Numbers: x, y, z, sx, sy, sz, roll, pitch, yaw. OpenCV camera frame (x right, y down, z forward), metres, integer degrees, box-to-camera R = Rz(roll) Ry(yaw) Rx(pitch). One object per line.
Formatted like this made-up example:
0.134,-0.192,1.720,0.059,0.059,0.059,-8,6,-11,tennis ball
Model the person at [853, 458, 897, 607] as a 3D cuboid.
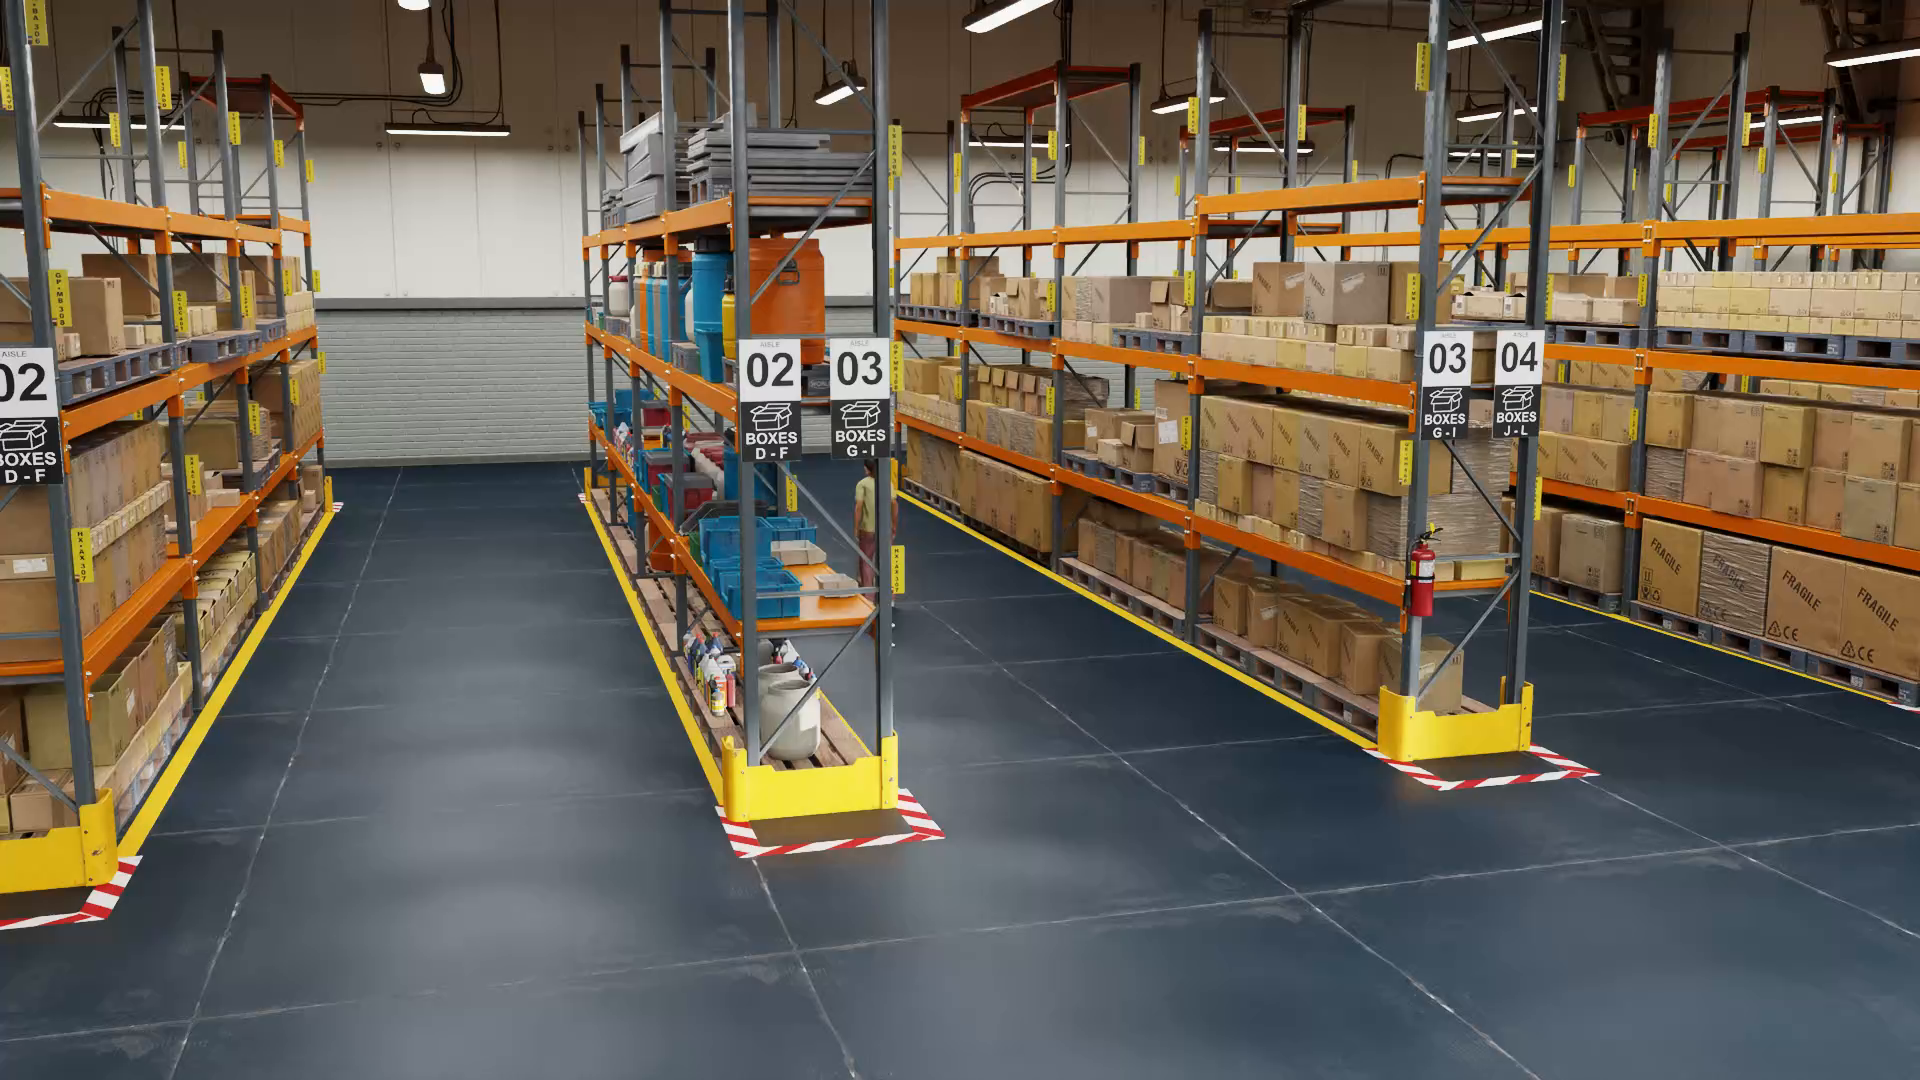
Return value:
-0.924,-0.101,18.002,0.518,1.671,0.364,-3,10,-20,person
